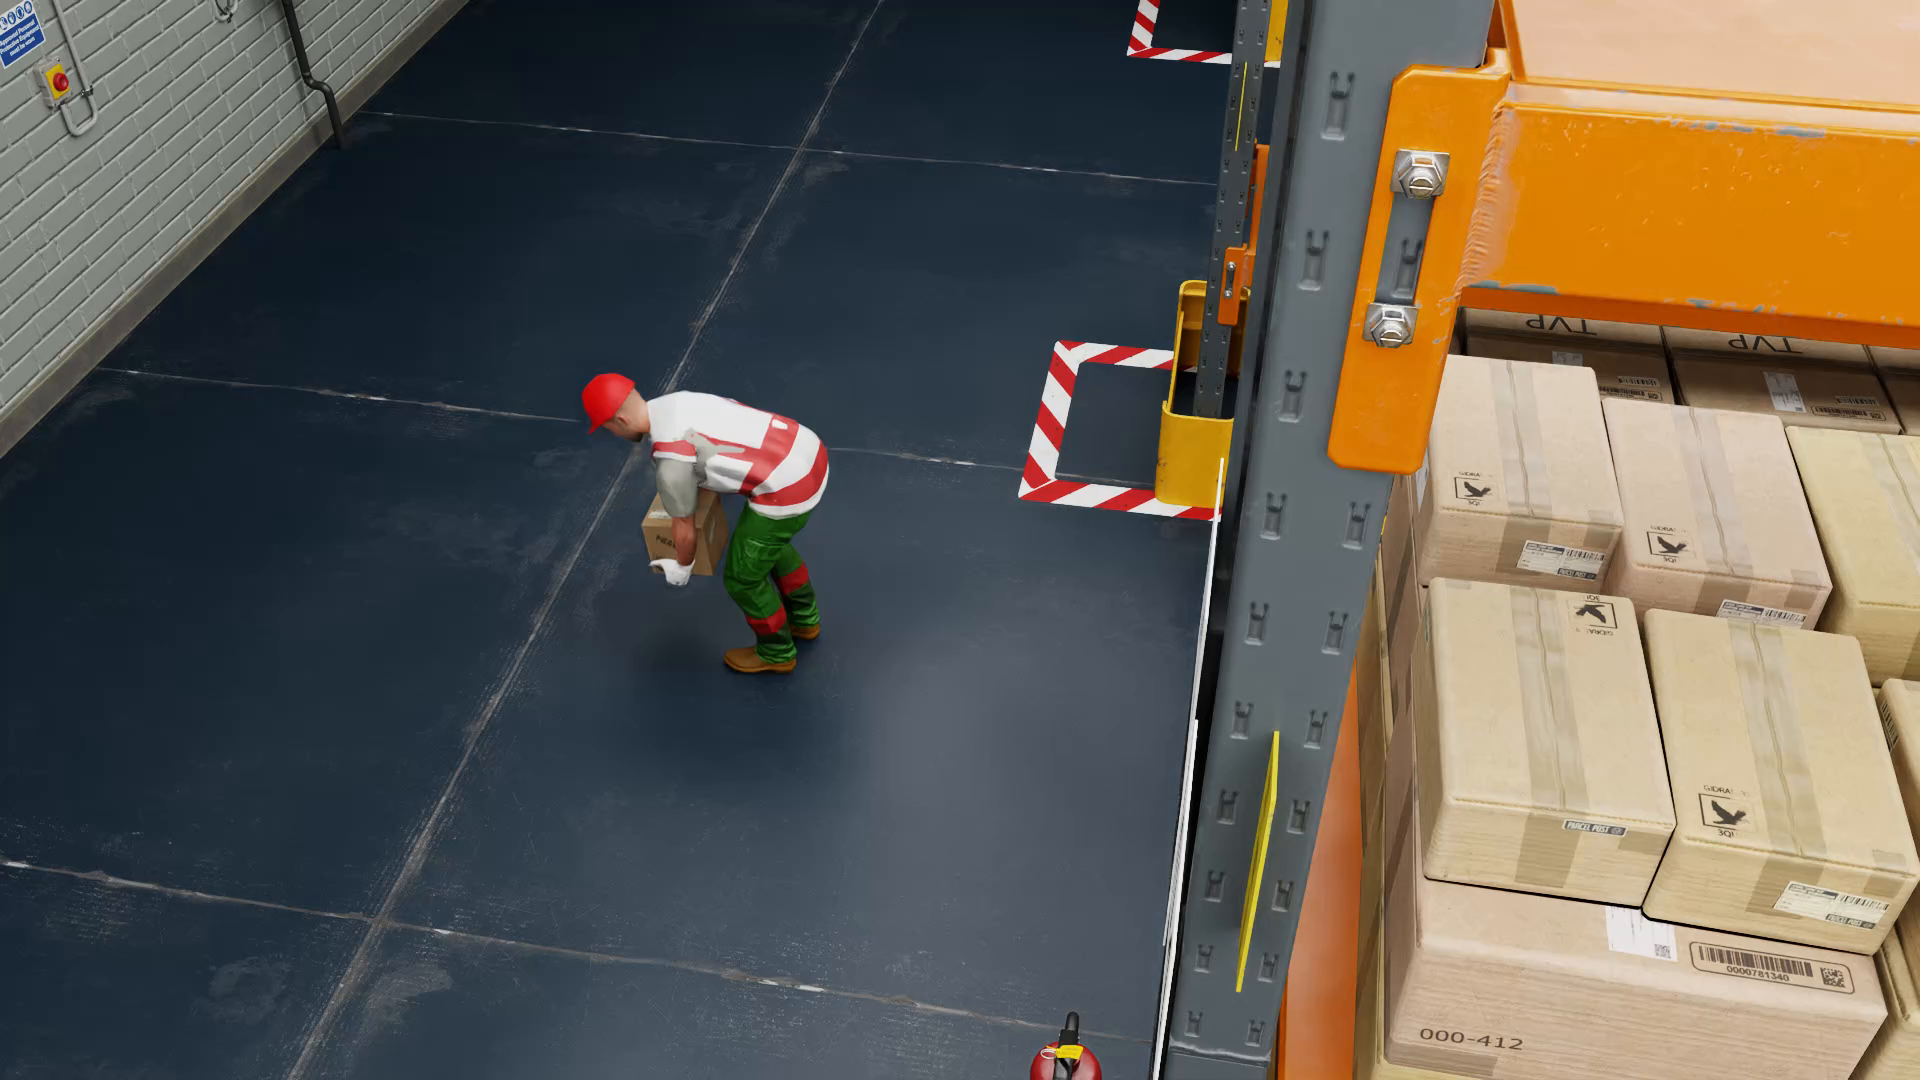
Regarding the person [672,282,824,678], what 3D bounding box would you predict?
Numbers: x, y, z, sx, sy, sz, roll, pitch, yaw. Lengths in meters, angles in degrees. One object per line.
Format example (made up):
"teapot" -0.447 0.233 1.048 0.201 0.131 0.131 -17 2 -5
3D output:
"person" -0.798 -0.221 6.396 0.538 1.794 0.522 6 41 7
